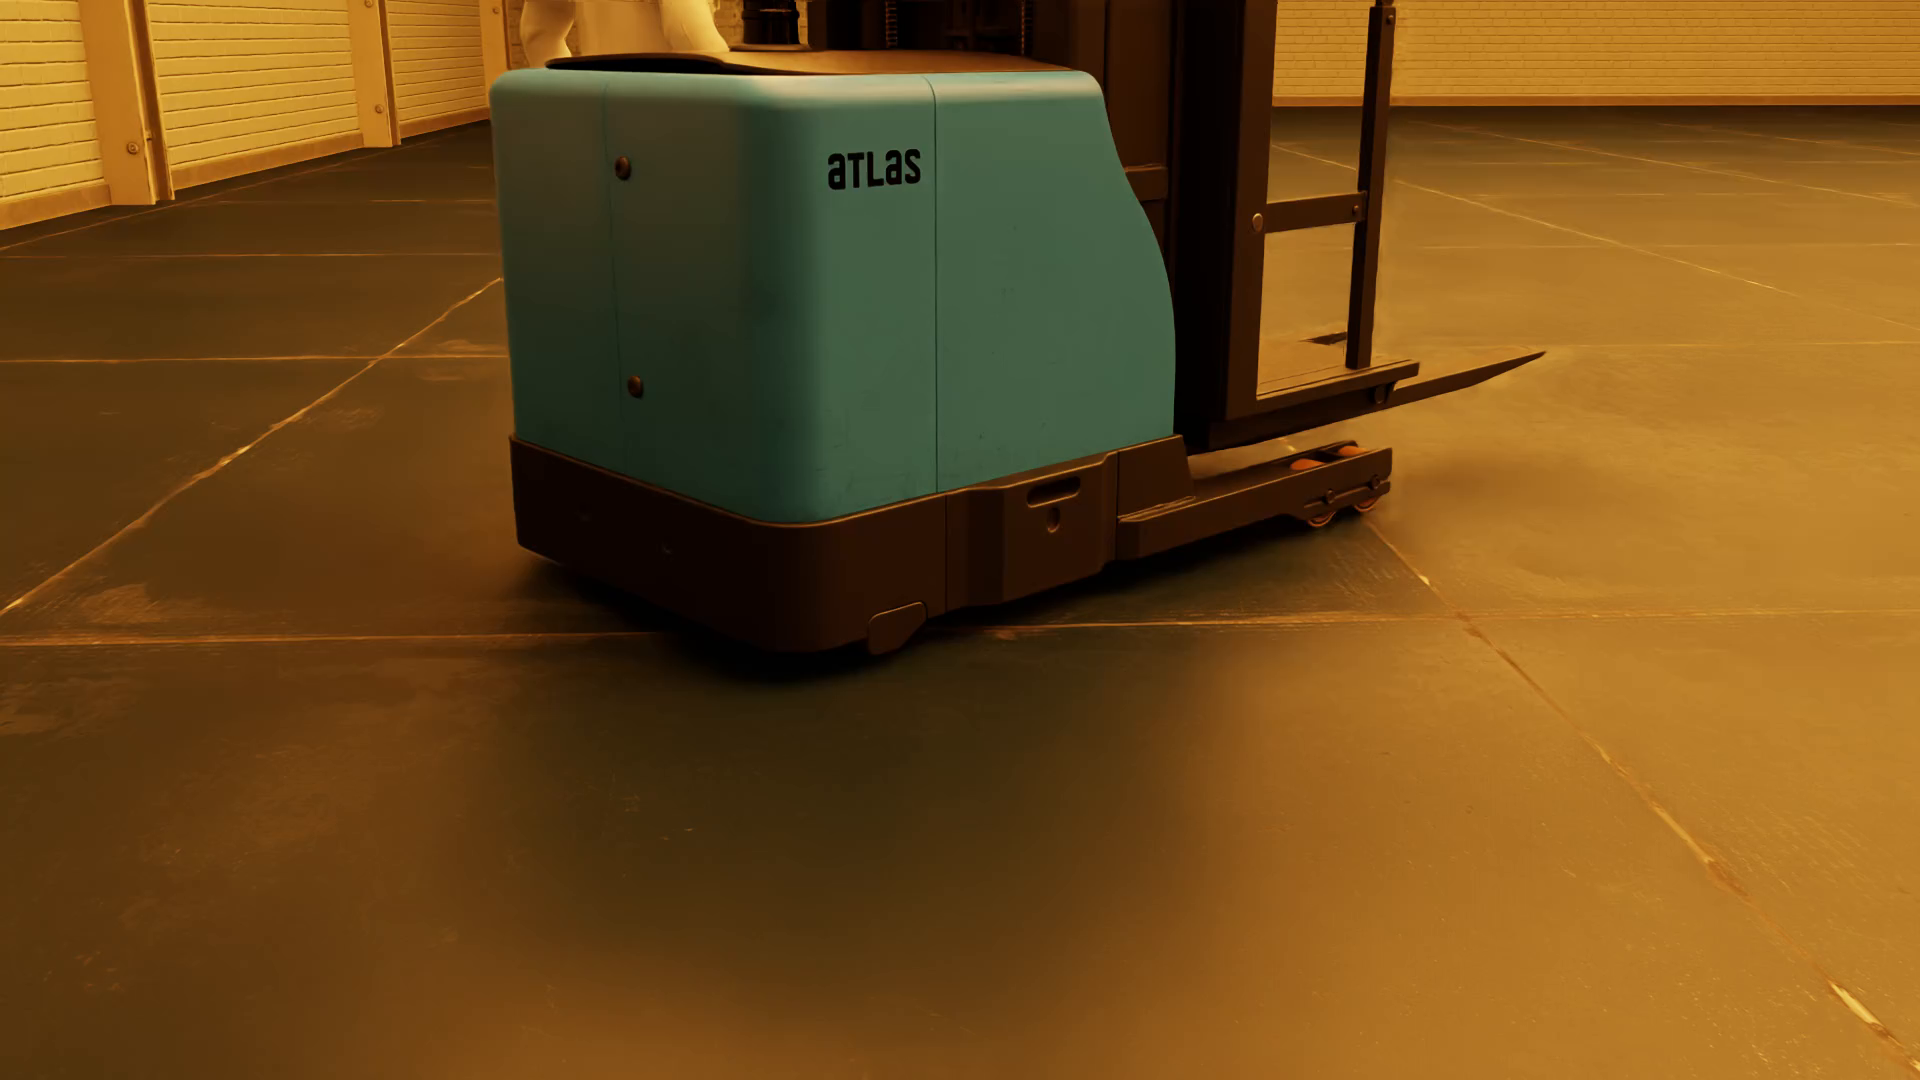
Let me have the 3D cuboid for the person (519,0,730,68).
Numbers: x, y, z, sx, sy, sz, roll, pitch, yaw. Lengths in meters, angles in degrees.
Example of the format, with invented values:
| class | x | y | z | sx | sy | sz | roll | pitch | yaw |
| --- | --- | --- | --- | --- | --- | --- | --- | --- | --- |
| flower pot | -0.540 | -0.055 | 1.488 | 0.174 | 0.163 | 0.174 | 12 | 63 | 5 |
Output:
| class | x | y | z | sx | sy | sz | roll | pitch | yaw |
| --- | --- | --- | --- | --- | --- | --- | --- | --- | --- |
| person | -0.561 | -0.984 | 4.212 | 0.825 | 1.748 | 0.880 | -14 | 22 | -37 |

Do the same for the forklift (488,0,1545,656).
| class | x | y | z | sx | sy | sz | roll | pitch | yaw |
| --- | --- | --- | --- | --- | --- | --- | --- | --- | --- |
| forklift | 0.440 | -1.530 | 3.908 | 3.031 | 2.935 | 1.130 | -15 | 23 | -41 |
